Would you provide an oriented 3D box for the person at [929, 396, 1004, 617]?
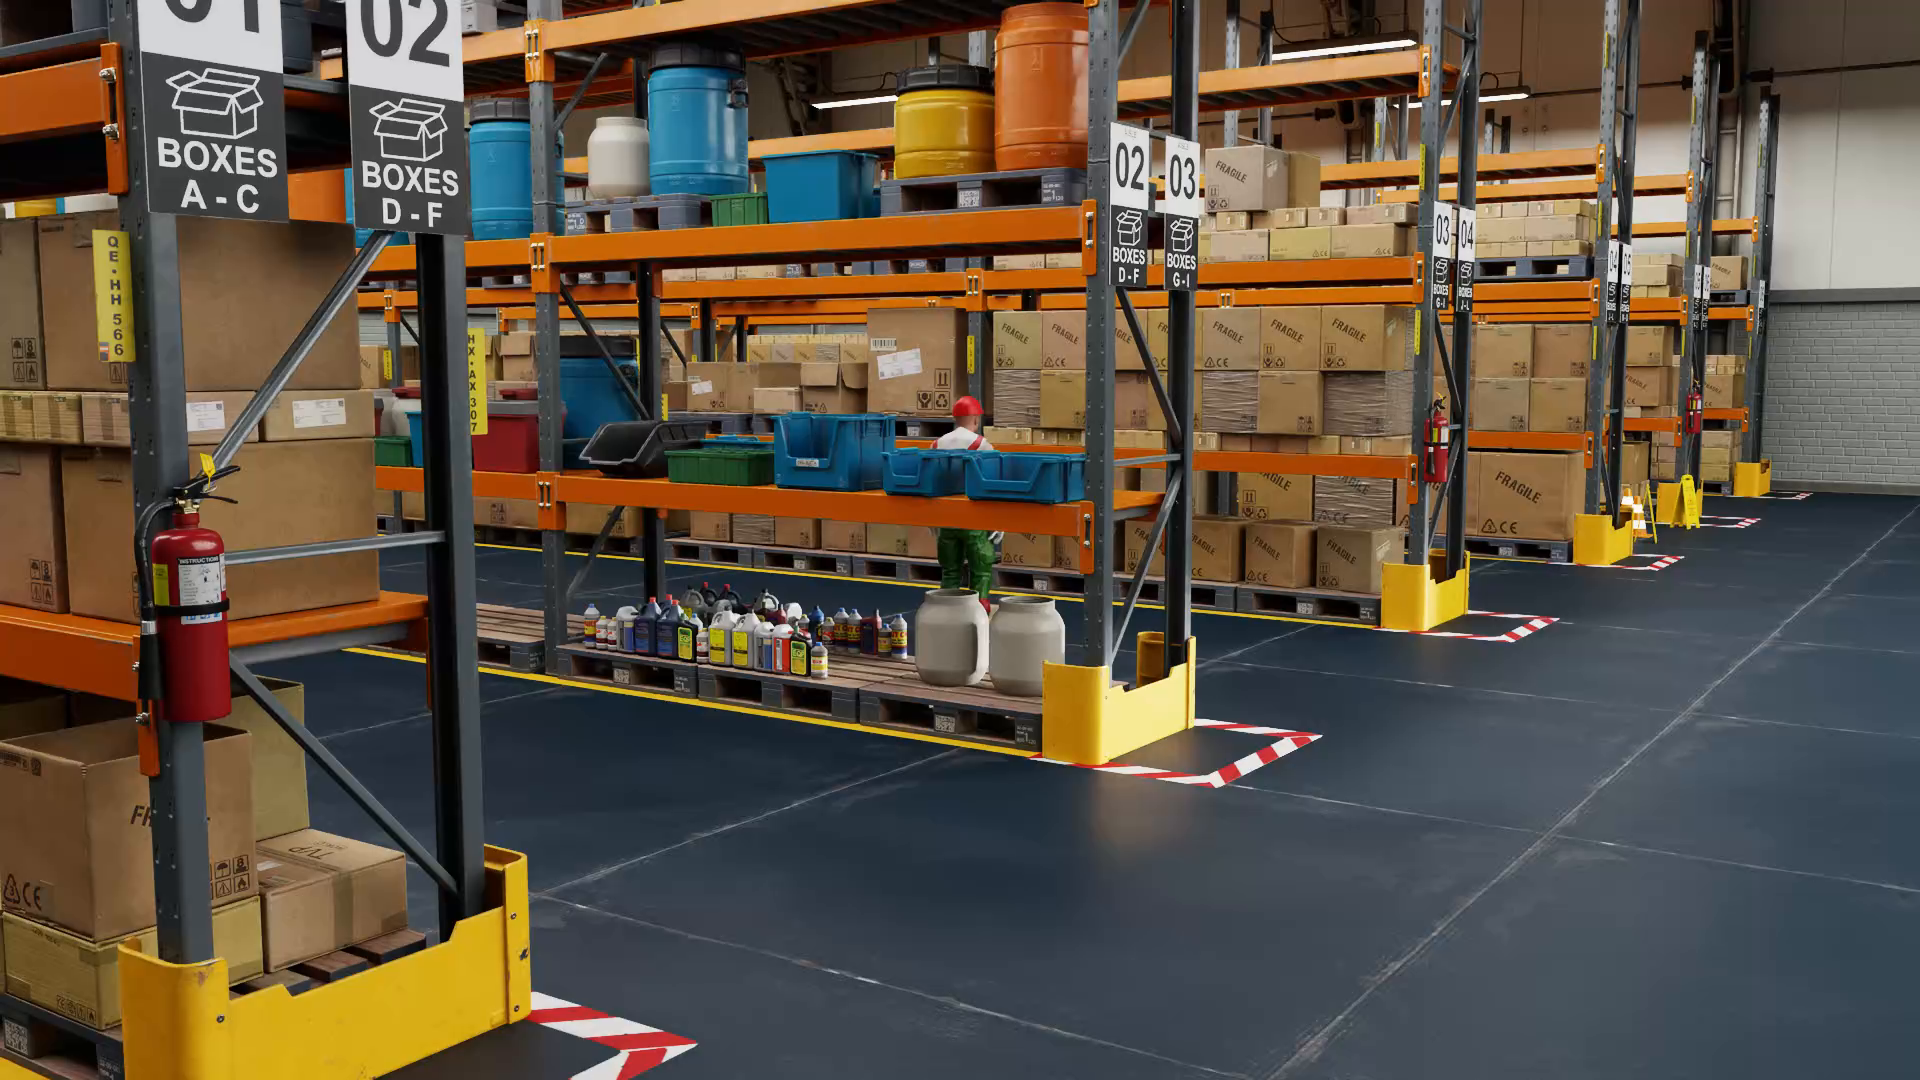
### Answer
[{"bbox_3d":[0.040,-0.131,11.856,0.615,1.778,0.456,4,7,33],"label":"person"}]
